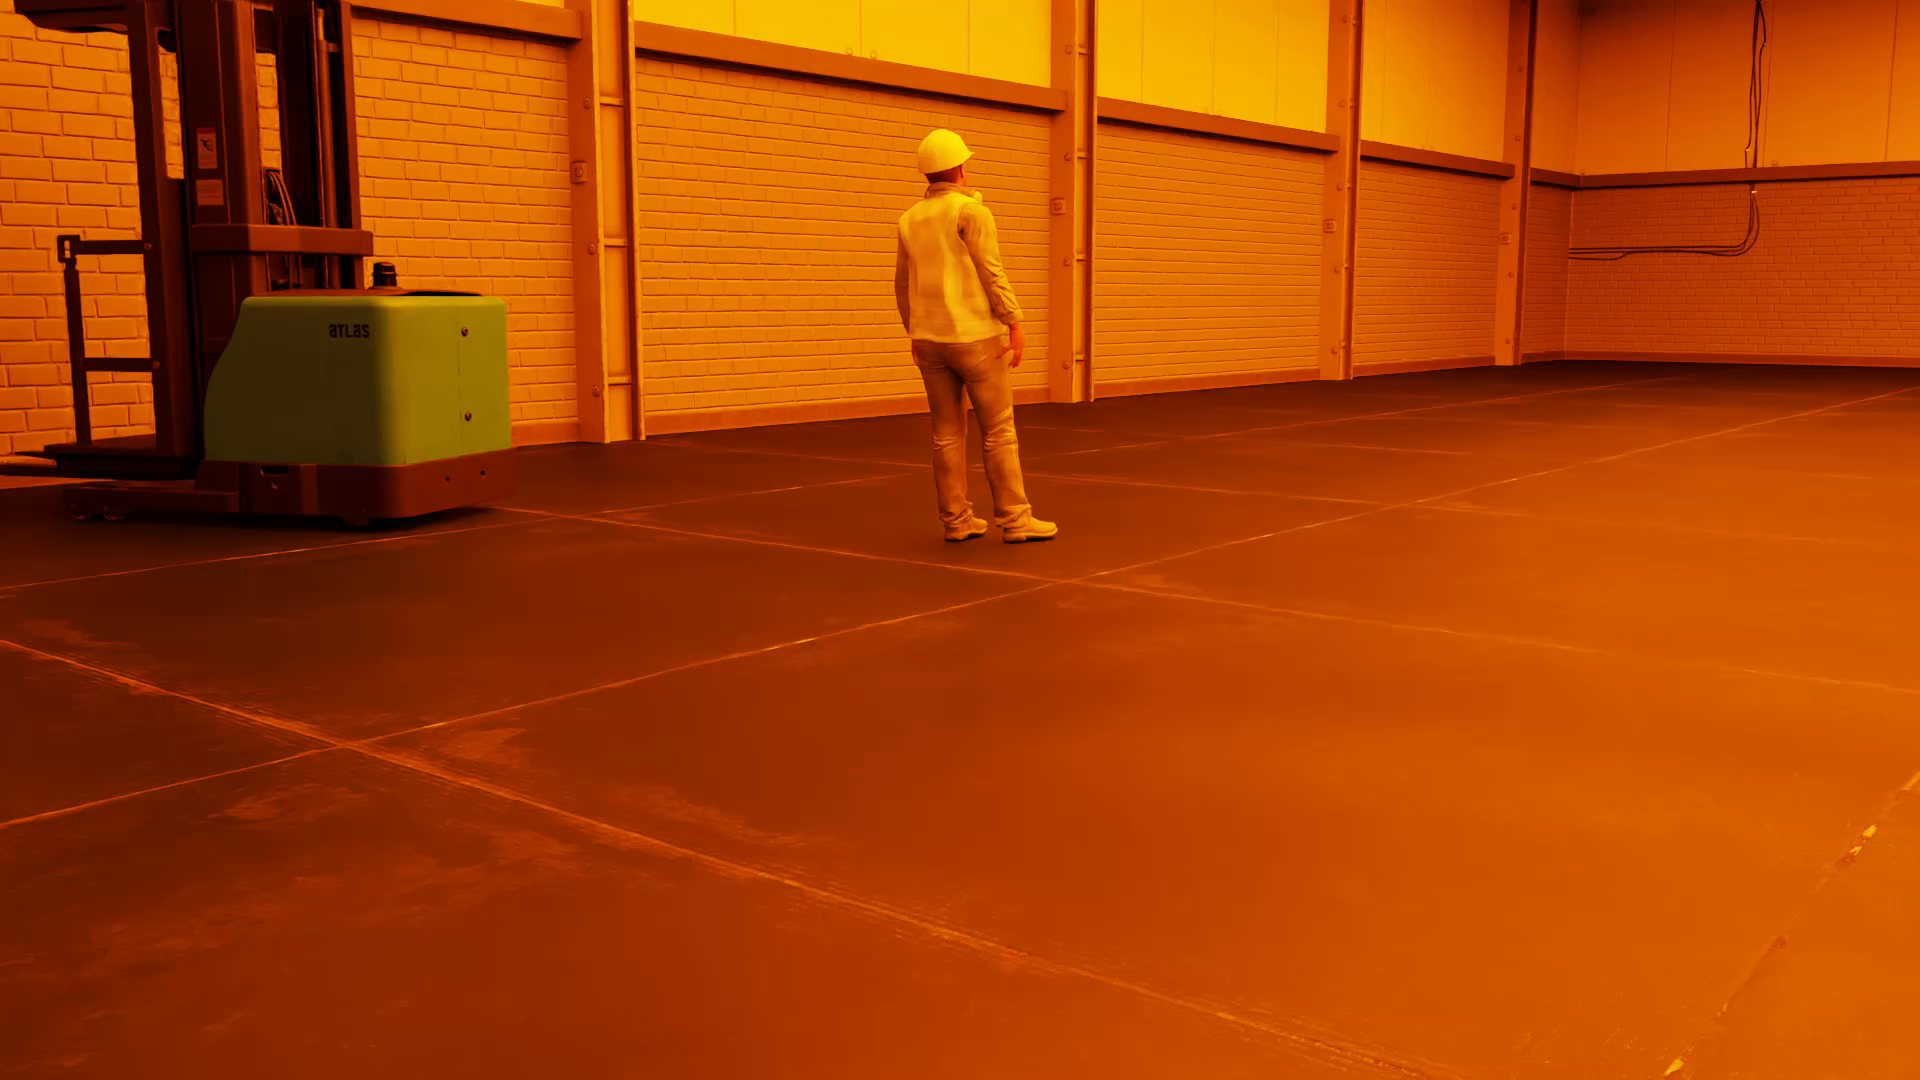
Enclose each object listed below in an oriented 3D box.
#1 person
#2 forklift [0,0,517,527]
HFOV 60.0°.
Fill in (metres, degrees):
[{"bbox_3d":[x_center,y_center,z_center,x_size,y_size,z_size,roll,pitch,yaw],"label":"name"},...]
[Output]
[{"bbox_3d":[0.045,-0.892,7.319,0.634,1.775,0.566,7,11,38],"label":"person"},{"bbox_3d":[-3.839,-1.609,8.275,3.031,2.935,1.130,2,9,16],"label":"forklift"}]
